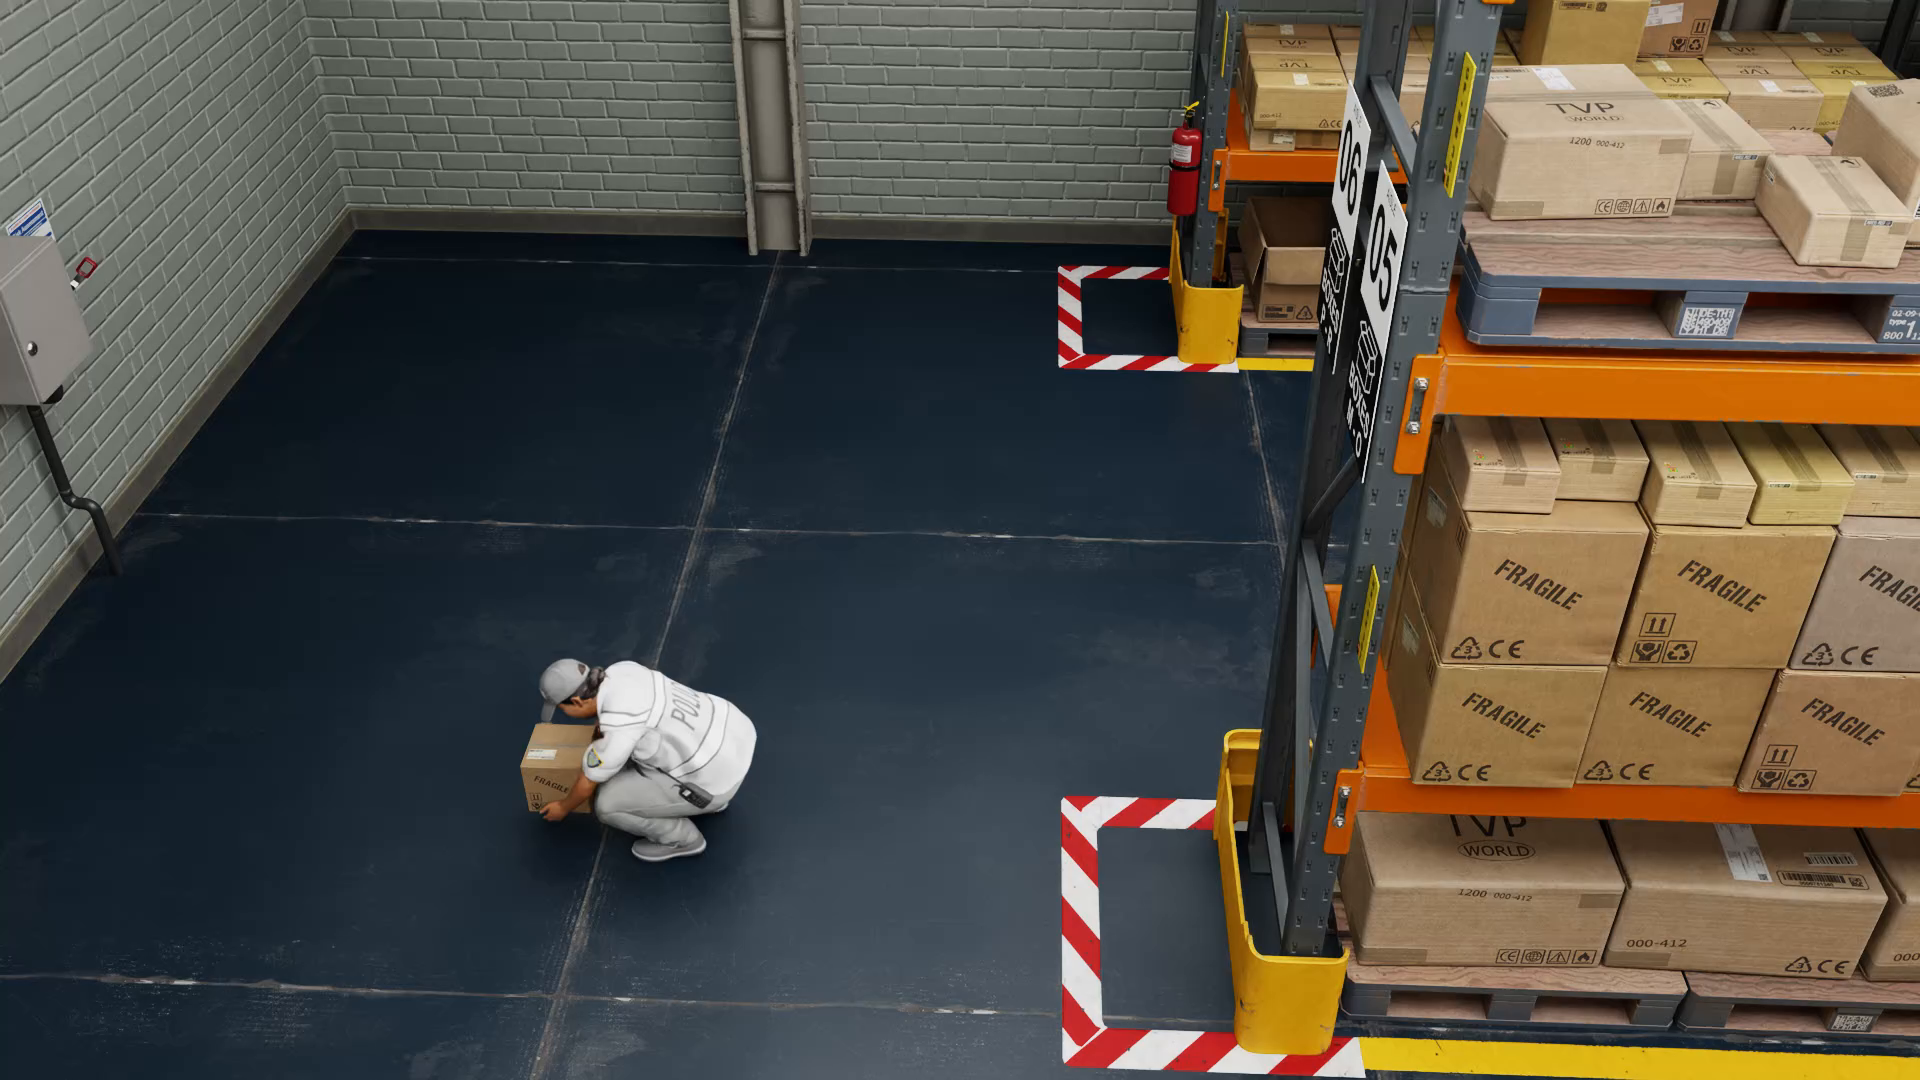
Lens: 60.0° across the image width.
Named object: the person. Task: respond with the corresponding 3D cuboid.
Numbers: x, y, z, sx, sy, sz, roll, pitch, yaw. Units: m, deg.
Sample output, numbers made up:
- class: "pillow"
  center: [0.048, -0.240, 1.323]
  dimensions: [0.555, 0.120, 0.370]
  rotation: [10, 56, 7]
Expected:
- class: "person"
  center: [-1.250, 0.822, 6.613]
  dimensions: [0.854, 0.934, 0.516]
  rotation: [1, 36, 2]
